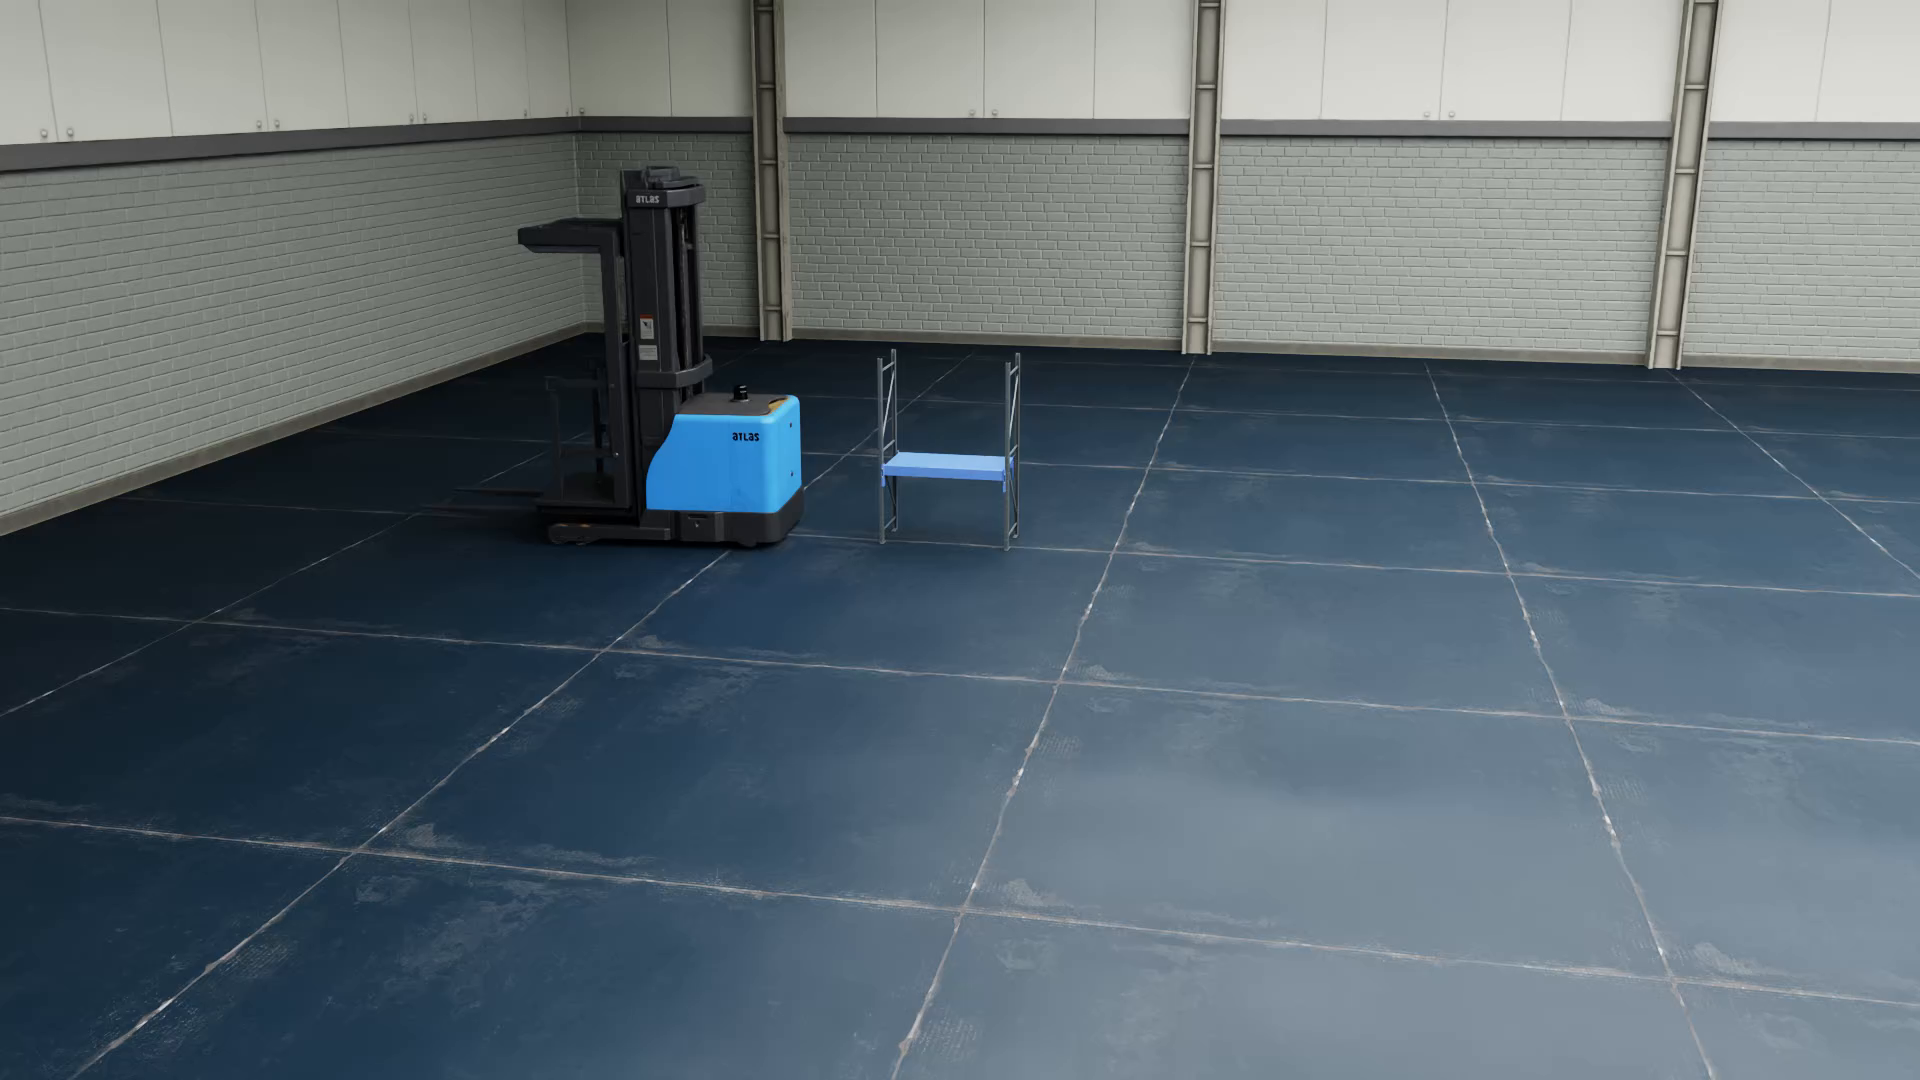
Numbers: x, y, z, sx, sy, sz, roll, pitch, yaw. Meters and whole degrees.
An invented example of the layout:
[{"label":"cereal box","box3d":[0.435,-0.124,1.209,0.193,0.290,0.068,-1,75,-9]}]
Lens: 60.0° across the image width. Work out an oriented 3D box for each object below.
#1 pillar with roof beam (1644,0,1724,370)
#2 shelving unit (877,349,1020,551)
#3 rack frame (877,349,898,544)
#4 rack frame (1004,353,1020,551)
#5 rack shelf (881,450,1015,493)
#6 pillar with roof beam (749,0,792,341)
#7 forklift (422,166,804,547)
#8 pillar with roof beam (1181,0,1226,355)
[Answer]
[{"label":"pillar with roof beam","box3d":[8.262,-5.457,16.334,0.400,9.000,9.100,3,16,11]},{"label":"shelving unit","box3d":[-0.084,-0.727,13.308,1.048,1.500,0.538,3,16,11]},{"label":"rack frame","box3d":[-0.582,-0.754,13.406,0.032,1.500,0.500,3,16,11]},{"label":"rack frame","box3d":[0.415,-0.700,13.211,0.032,1.500,0.500,3,16,11]},{"label":"rack shelf","box3d":[-0.084,-0.554,13.356,1.000,0.185,0.538,3,16,11]},{"label":"pillar with roof beam","box3d":[-3.498,-6.095,18.638,0.400,9.000,9.100,3,16,11]},{"label":"forklift","box3d":[-2.875,-1.507,13.443,3.031,2.935,1.130,2,16,7]},{"label":"pillar with roof beam","box3d":[2.382,-5.776,17.486,0.400,9.000,9.100,3,16,11]}]
